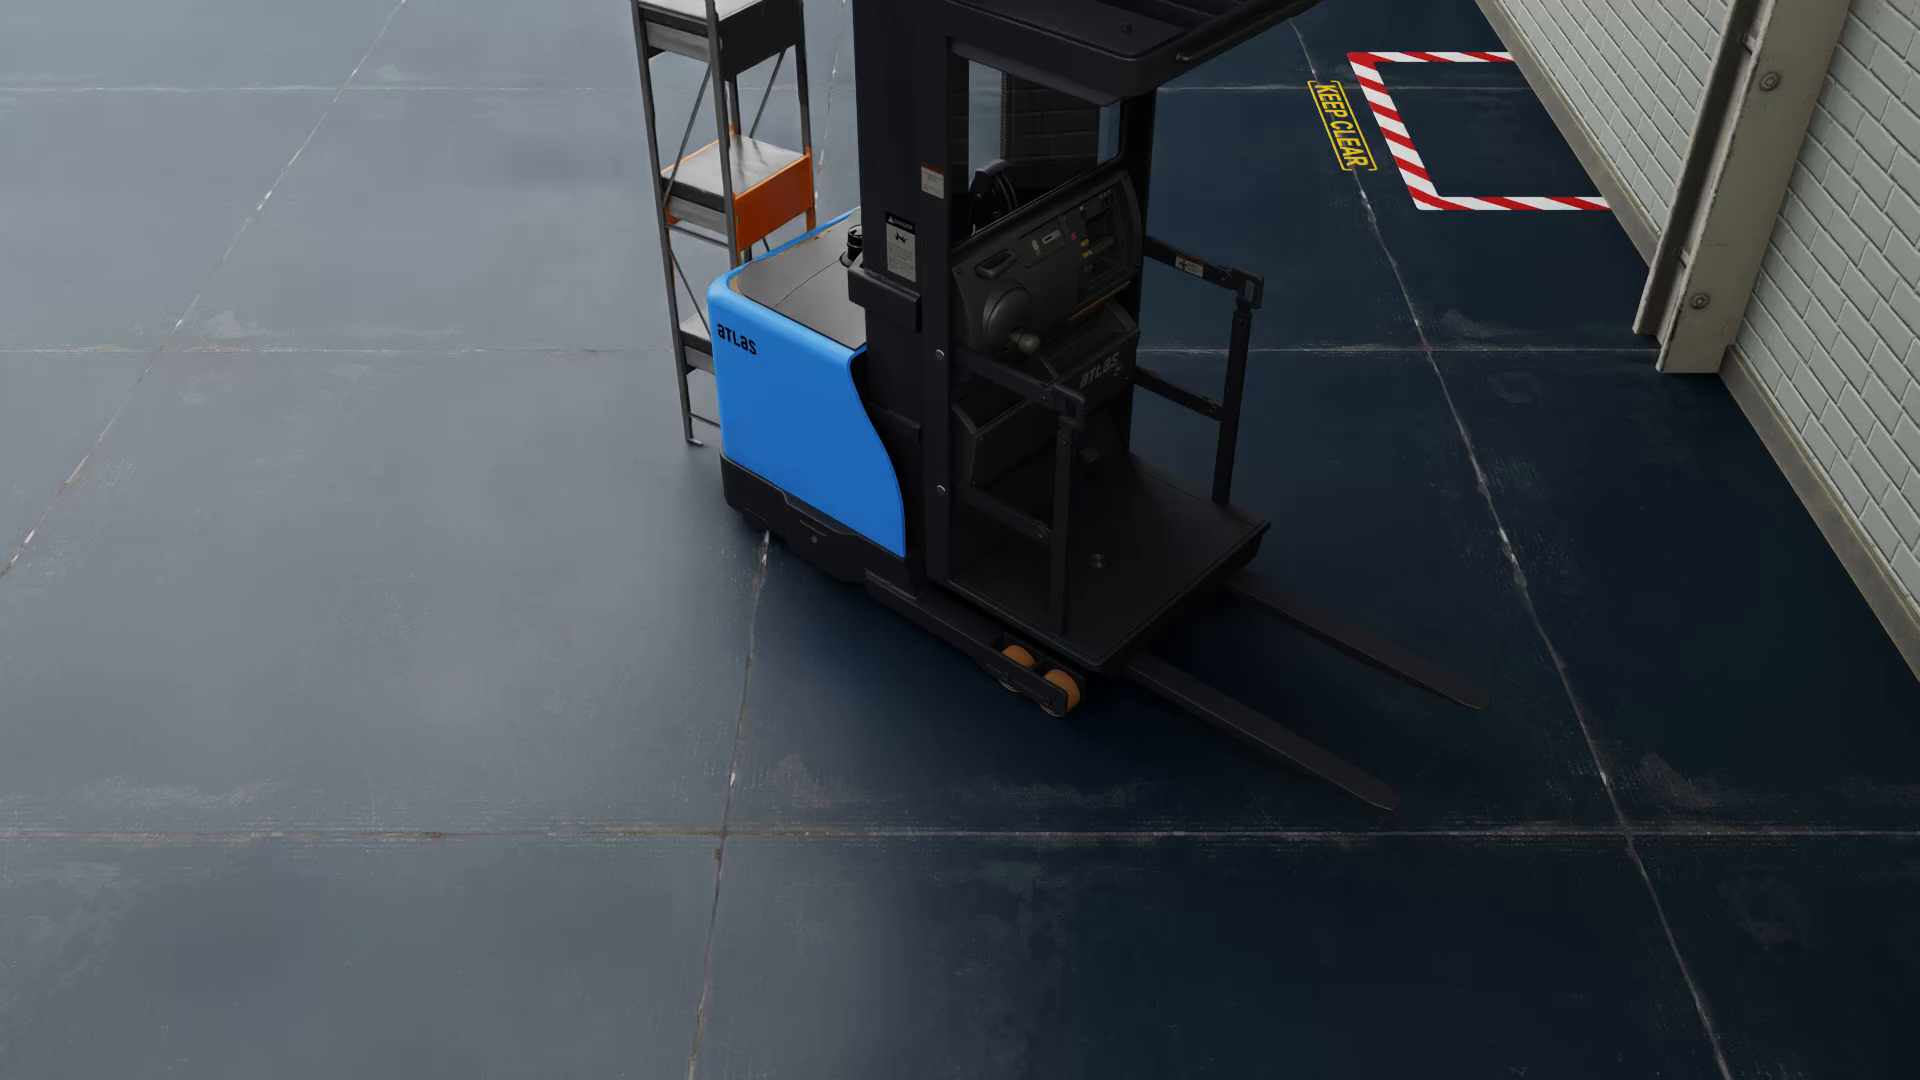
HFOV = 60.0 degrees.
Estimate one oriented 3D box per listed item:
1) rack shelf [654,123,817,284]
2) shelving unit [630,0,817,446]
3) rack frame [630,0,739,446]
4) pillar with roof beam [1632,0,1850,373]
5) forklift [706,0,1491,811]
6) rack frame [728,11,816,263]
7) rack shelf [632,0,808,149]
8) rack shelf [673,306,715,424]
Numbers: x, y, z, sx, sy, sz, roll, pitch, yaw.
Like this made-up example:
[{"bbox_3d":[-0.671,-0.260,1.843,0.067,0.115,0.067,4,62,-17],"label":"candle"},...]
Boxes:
[{"bbox_3d":[-0.899,-1.311,6.729,0.431,0.518,0.480,23,44,26],"label":"rack shelf"},{"bbox_3d":[-0.899,-1.322,6.720,0.431,2.100,0.503,23,44,26],"label":"shelving unit"},{"bbox_3d":[-1.035,-1.195,6.562,0.400,2.100,0.015,23,44,26],"label":"rack frame"},{"bbox_3d":[-0.906,-4.410,5.057,9.100,9.000,0.400,0,39,0],"label":"pillar with roof beam"},{"bbox_3d":[0.467,-0.886,5.512,3.031,2.935,1.130,29,47,31],"label":"forklift"},{"bbox_3d":[-0.764,-1.449,6.879,0.400,2.100,0.015,23,44,26],"label":"rack frame"},{"bbox_3d":[-0.899,-1.858,6.291,0.431,0.518,0.480,23,44,26],"label":"rack shelf"},{"bbox_3d":[-0.900,-0.765,7.166,0.431,0.518,0.480,23,44,26],"label":"rack shelf"}]
